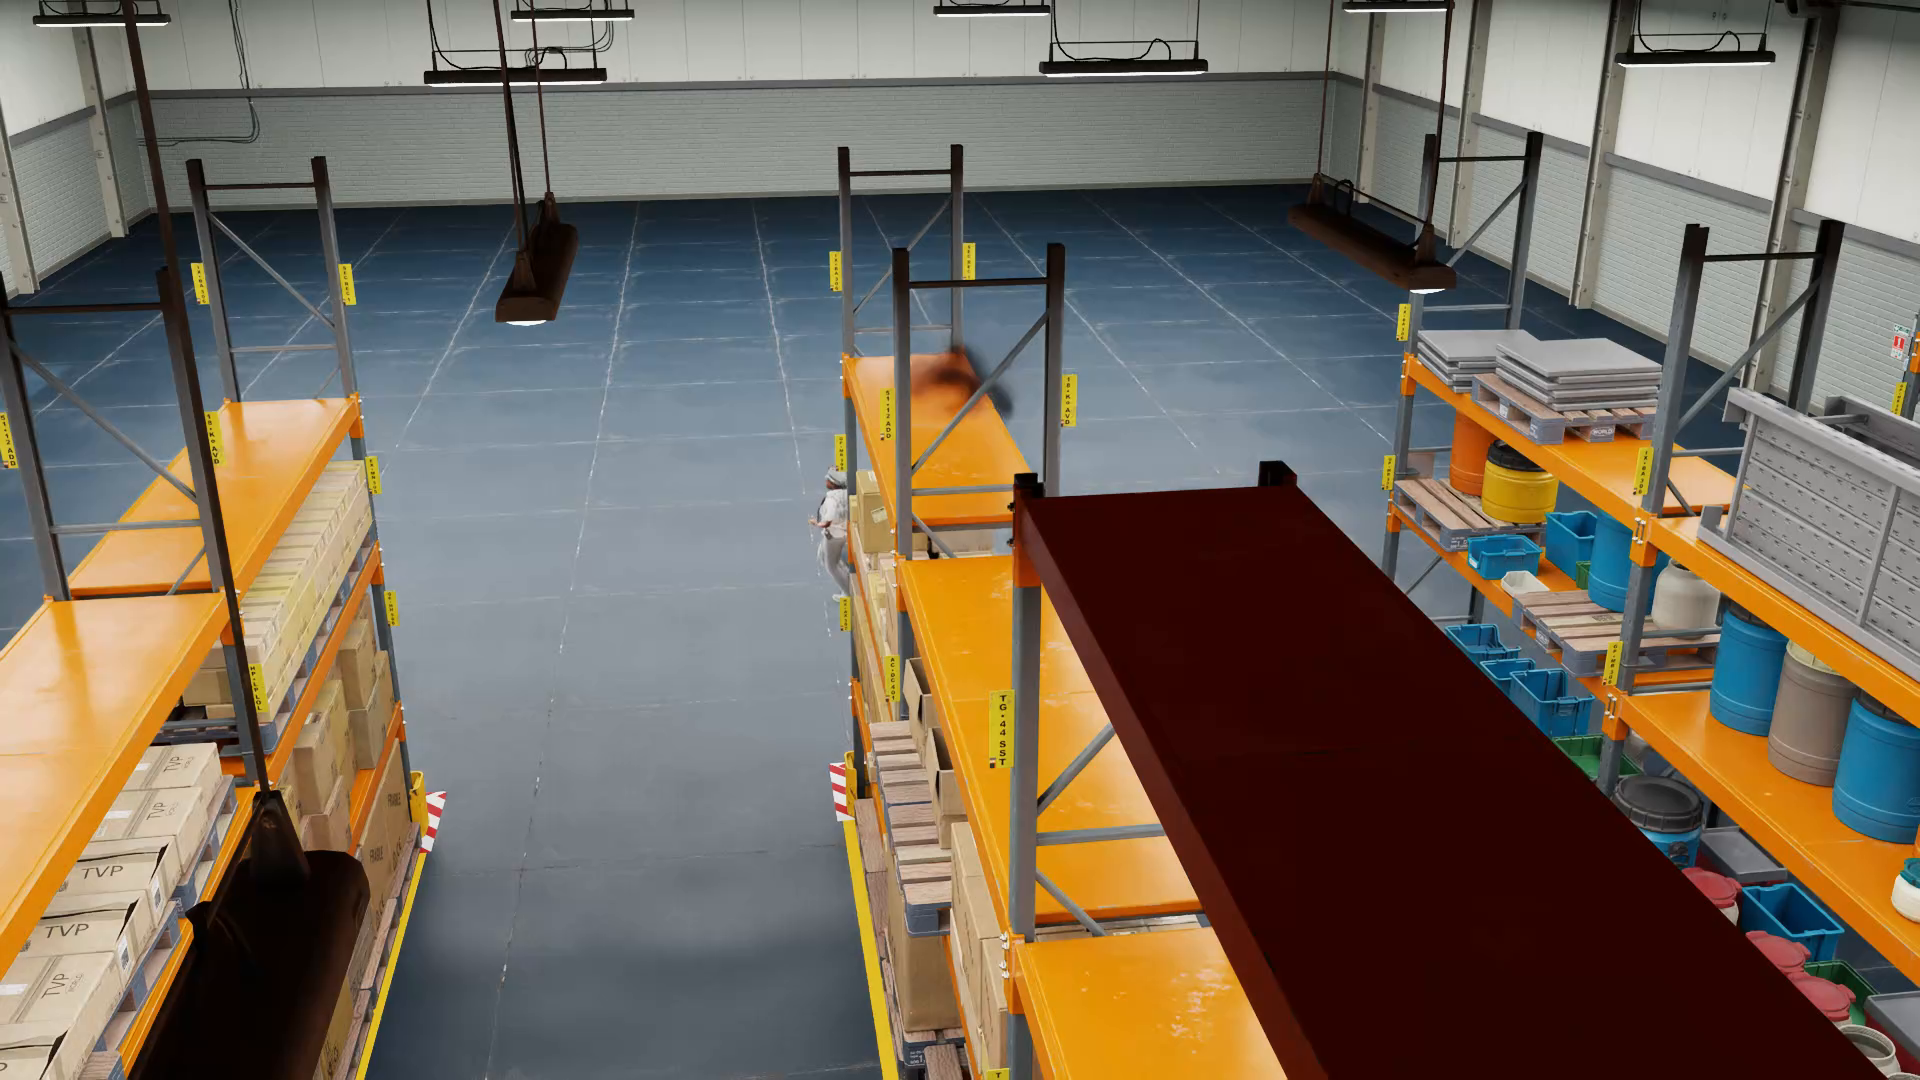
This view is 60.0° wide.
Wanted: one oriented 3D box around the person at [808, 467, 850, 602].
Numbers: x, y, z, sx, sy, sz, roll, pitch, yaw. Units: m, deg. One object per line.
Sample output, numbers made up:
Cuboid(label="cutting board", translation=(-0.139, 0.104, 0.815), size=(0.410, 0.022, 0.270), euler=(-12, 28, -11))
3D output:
Cuboid(label="person", translation=(-1.506, -0.078, 19.571), size=(0.568, 1.659, 0.560), euler=(7, 23, 17))

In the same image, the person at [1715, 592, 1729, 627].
Cuboid(label="person", translation=(8.500, 0.479, 18.252), size=(0.745, 1.728, 0.589), euler=(11, 24, 26))

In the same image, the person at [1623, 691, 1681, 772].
Cuboid(label="person", translation=(6.179, 1.752, 14.966), size=(0.667, 1.644, 0.565), euler=(-5, 22, -12))
